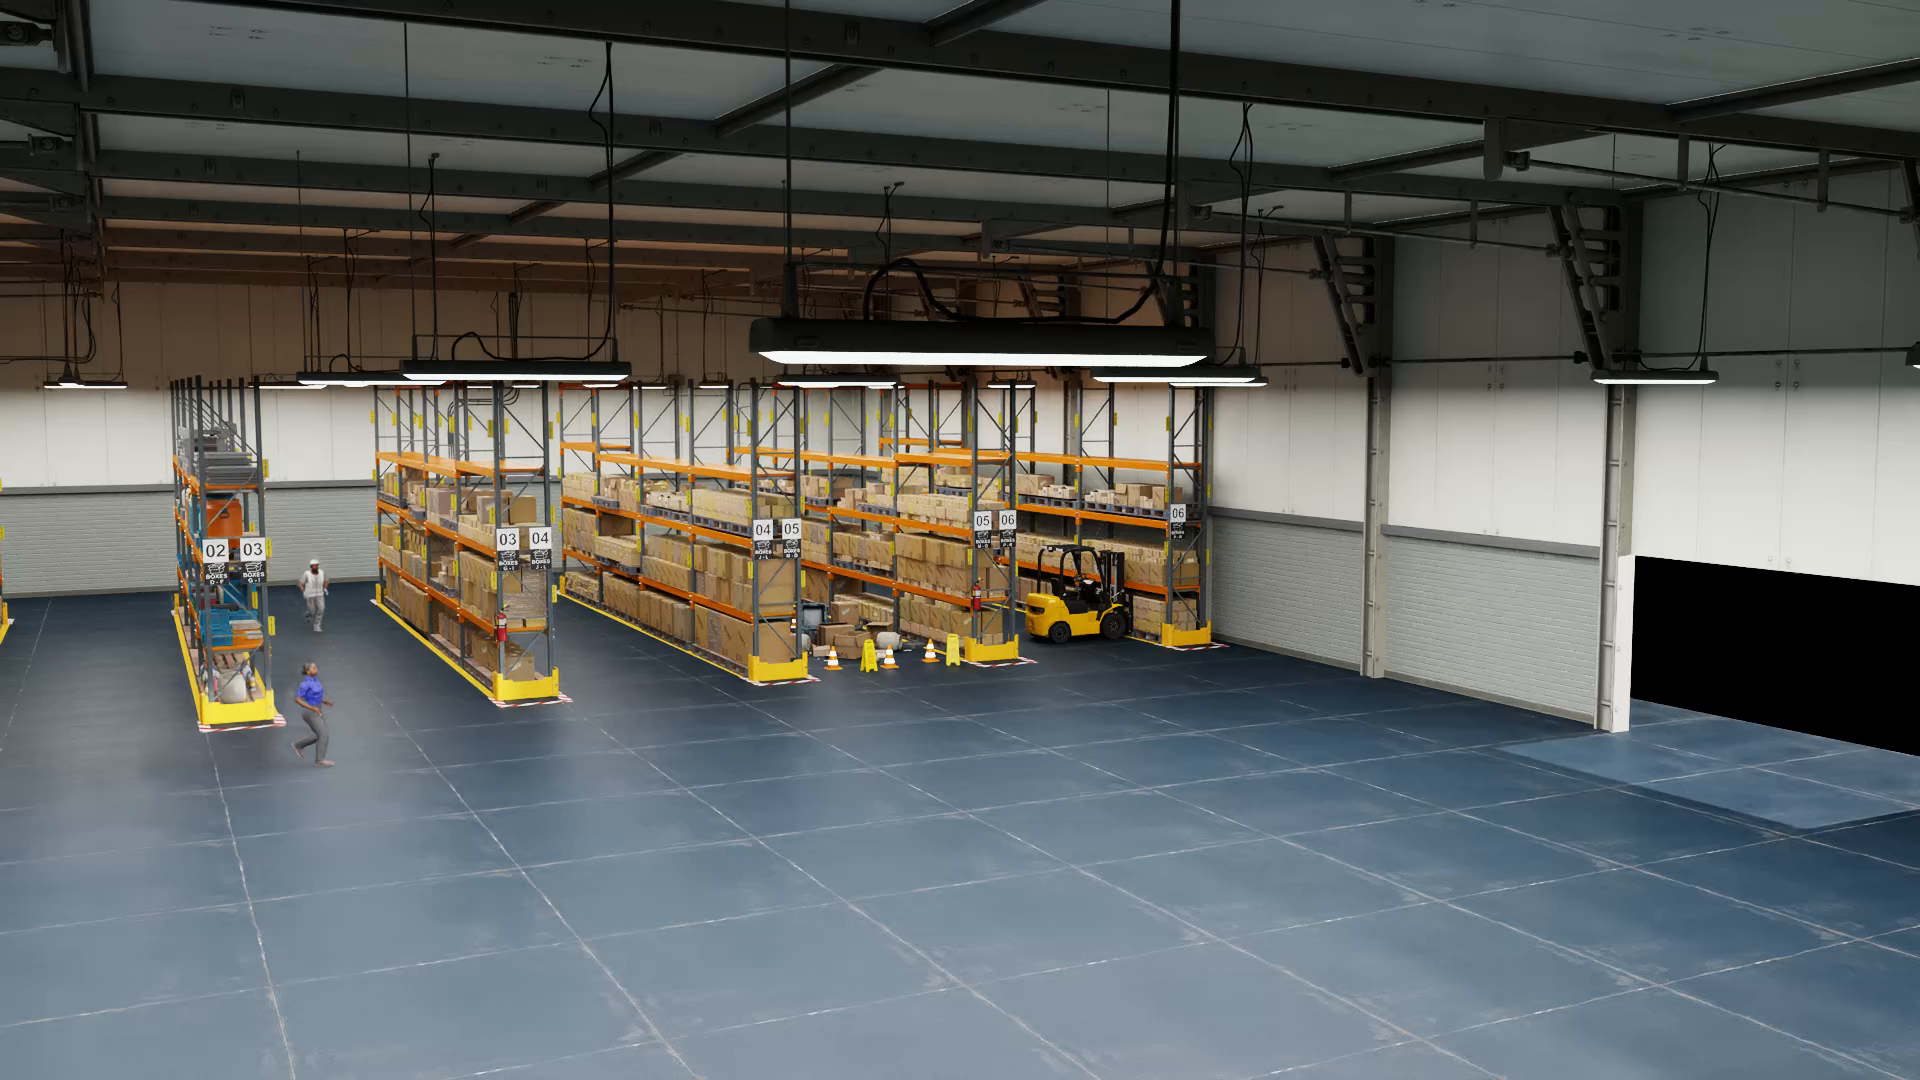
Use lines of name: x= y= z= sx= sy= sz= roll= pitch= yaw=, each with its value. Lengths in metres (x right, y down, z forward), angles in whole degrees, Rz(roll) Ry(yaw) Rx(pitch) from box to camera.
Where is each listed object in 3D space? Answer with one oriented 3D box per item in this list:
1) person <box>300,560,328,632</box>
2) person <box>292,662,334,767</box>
person: x=-15.462 y=1.323 z=39.806 sx=0.669 sy=1.733 sz=0.695 roll=-4 pitch=7 yaw=-39
person: x=-9.925 y=2.665 z=25.424 sx=0.658 sy=1.597 sz=0.579 roll=0 pitch=5 yaw=0
